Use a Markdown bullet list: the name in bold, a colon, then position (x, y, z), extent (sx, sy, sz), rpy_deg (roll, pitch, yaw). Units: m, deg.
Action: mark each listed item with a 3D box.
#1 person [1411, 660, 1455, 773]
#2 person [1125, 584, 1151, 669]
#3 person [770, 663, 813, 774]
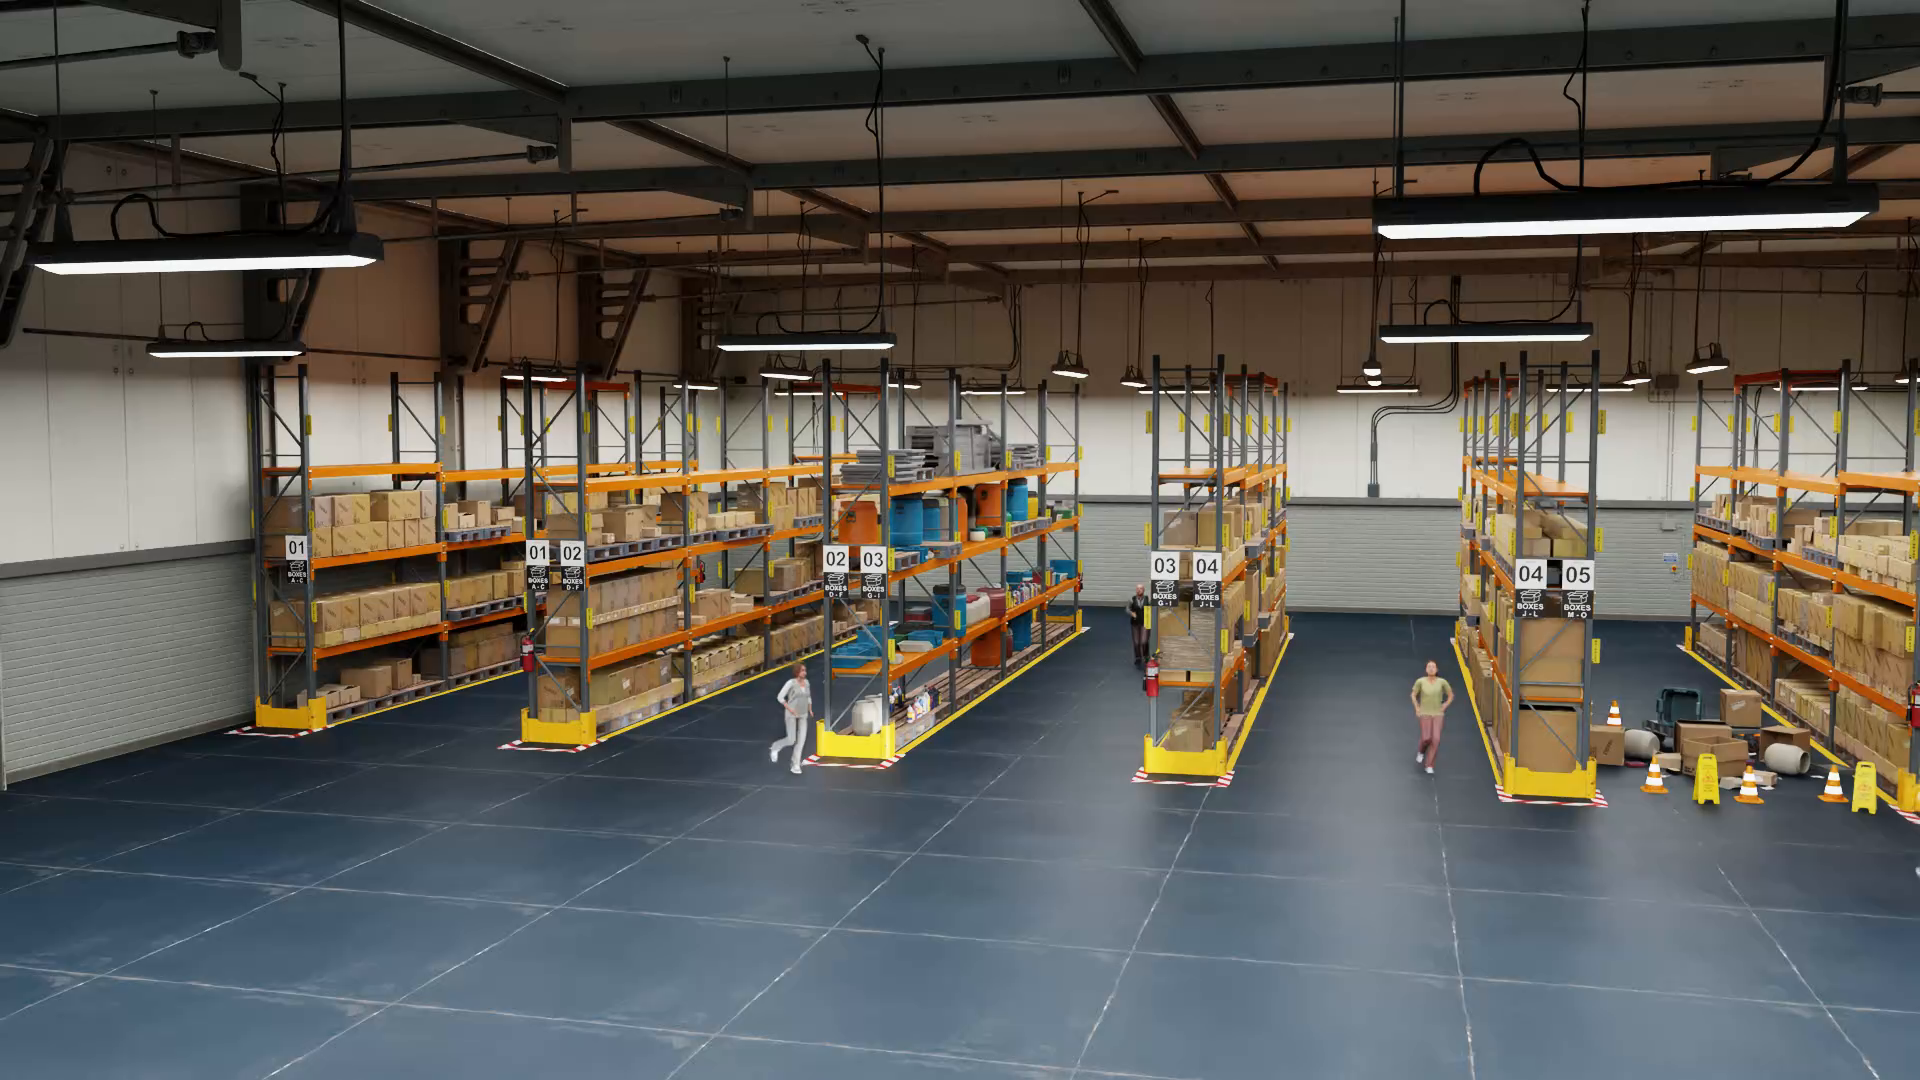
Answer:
- **person**: position (6.843, 2.547, 24.053), extent (0.605, 1.603, 0.530), rpy_deg (1, 4, 12)
- **person**: position (3.734, 1.801, 34.295), extent (0.671, 1.783, 0.733), rpy_deg (1, 4, 12)
- **person**: position (-2.366, 2.608, 24.151), extent (0.598, 1.456, 0.750), rpy_deg (-3, 5, -40)
